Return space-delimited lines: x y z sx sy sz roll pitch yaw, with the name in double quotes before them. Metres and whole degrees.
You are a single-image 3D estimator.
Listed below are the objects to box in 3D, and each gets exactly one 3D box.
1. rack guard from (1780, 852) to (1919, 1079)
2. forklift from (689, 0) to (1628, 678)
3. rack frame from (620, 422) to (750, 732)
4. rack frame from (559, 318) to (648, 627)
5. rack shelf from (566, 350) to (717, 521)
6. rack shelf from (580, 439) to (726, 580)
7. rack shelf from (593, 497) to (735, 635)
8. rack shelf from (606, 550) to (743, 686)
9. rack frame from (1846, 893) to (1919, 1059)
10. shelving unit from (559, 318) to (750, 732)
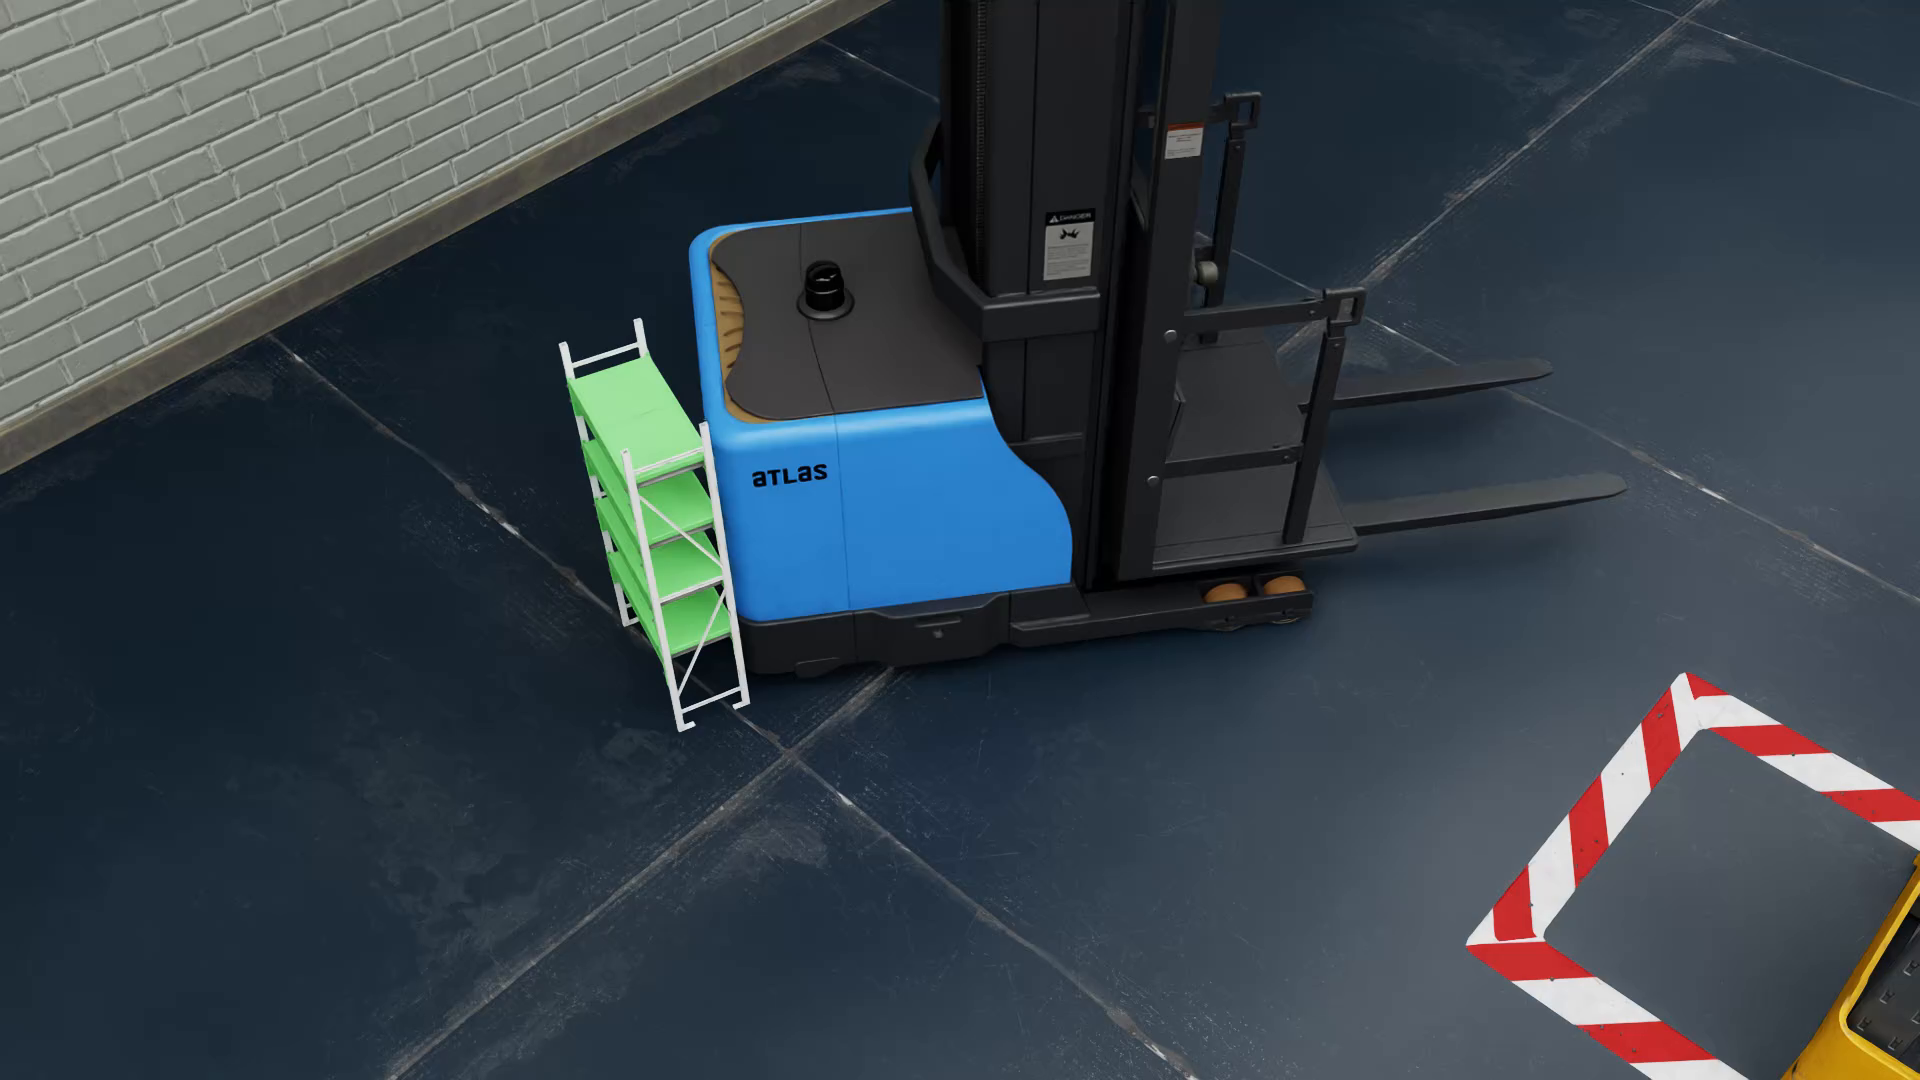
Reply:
"rack guard" 2.601 1.107 4.368 0.348 0.500 1.175 34 55 28
"forklift" 0.705 -1.079 4.752 3.031 2.935 1.130 -7 47 -7
"rack frame" -0.774 0.143 4.792 0.240 1.200 0.015 -21 50 -19
"rack frame" -1.005 -0.170 5.087 0.240 1.200 0.015 -21 50 -19
"rack shelf" -0.889 -0.298 4.636 0.258 0.148 0.480 -21 50 -19
"rack shelf" -0.889 -0.134 4.811 0.258 0.148 0.480 -21 50 -19
"rack shelf" -0.889 0.030 4.986 0.258 0.148 0.480 -21 50 -19
"rack shelf" -0.889 0.195 5.161 0.258 0.148 0.480 -21 50 -19
"rack frame" 2.542 0.216 3.490 0.053 2.616 0.949 34 55 28
"shelving unit" -0.889 -0.013 4.940 0.258 1.200 0.503 -21 50 -19
